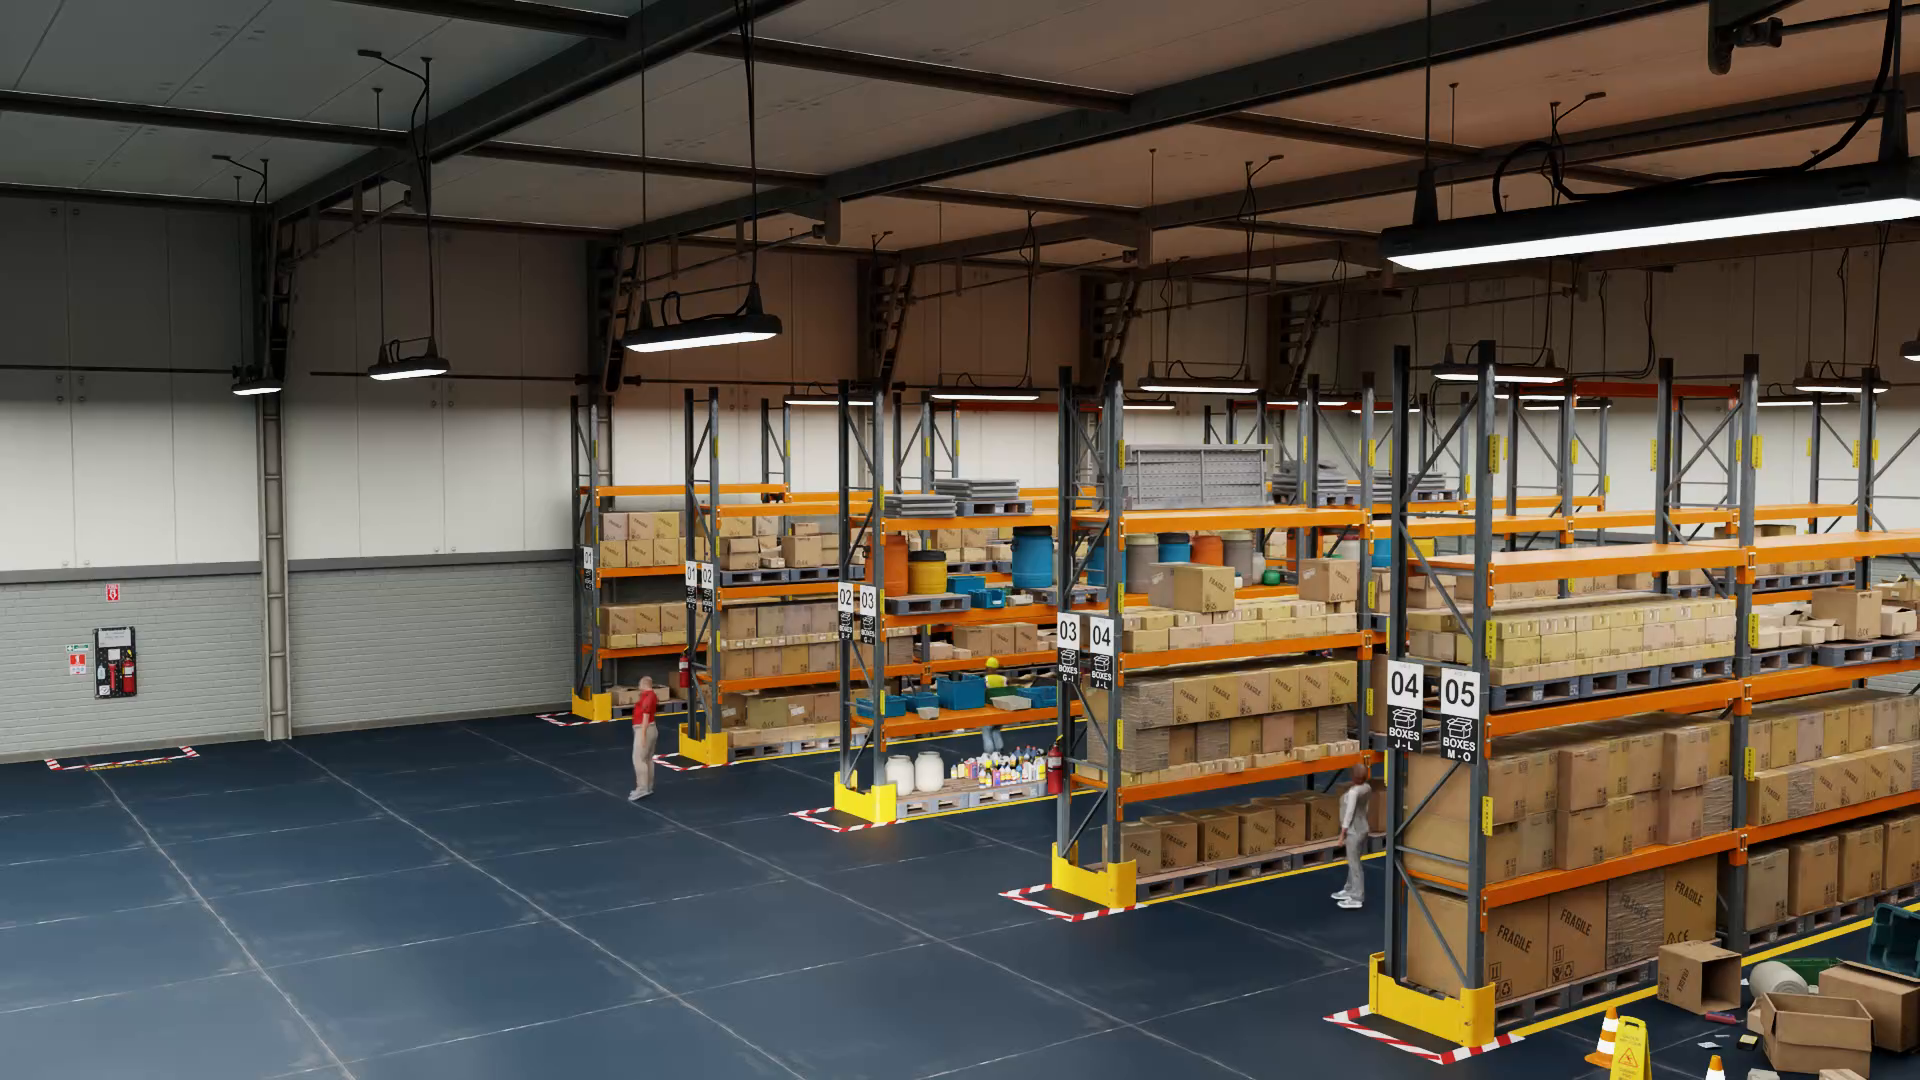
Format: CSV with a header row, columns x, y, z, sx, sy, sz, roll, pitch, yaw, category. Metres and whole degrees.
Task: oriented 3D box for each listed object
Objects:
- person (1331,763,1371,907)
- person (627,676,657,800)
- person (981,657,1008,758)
x,y,z,sx,sy,sz,roll,pitch,yaw,category
4.323,3.249,18.440,0.419,1.593,0.475,1,4,20,person
-4.616,2.862,24.137,0.366,1.776,0.602,0,3,2,person
0.495,2.708,25.975,0.412,1.770,0.613,3,5,40,person
